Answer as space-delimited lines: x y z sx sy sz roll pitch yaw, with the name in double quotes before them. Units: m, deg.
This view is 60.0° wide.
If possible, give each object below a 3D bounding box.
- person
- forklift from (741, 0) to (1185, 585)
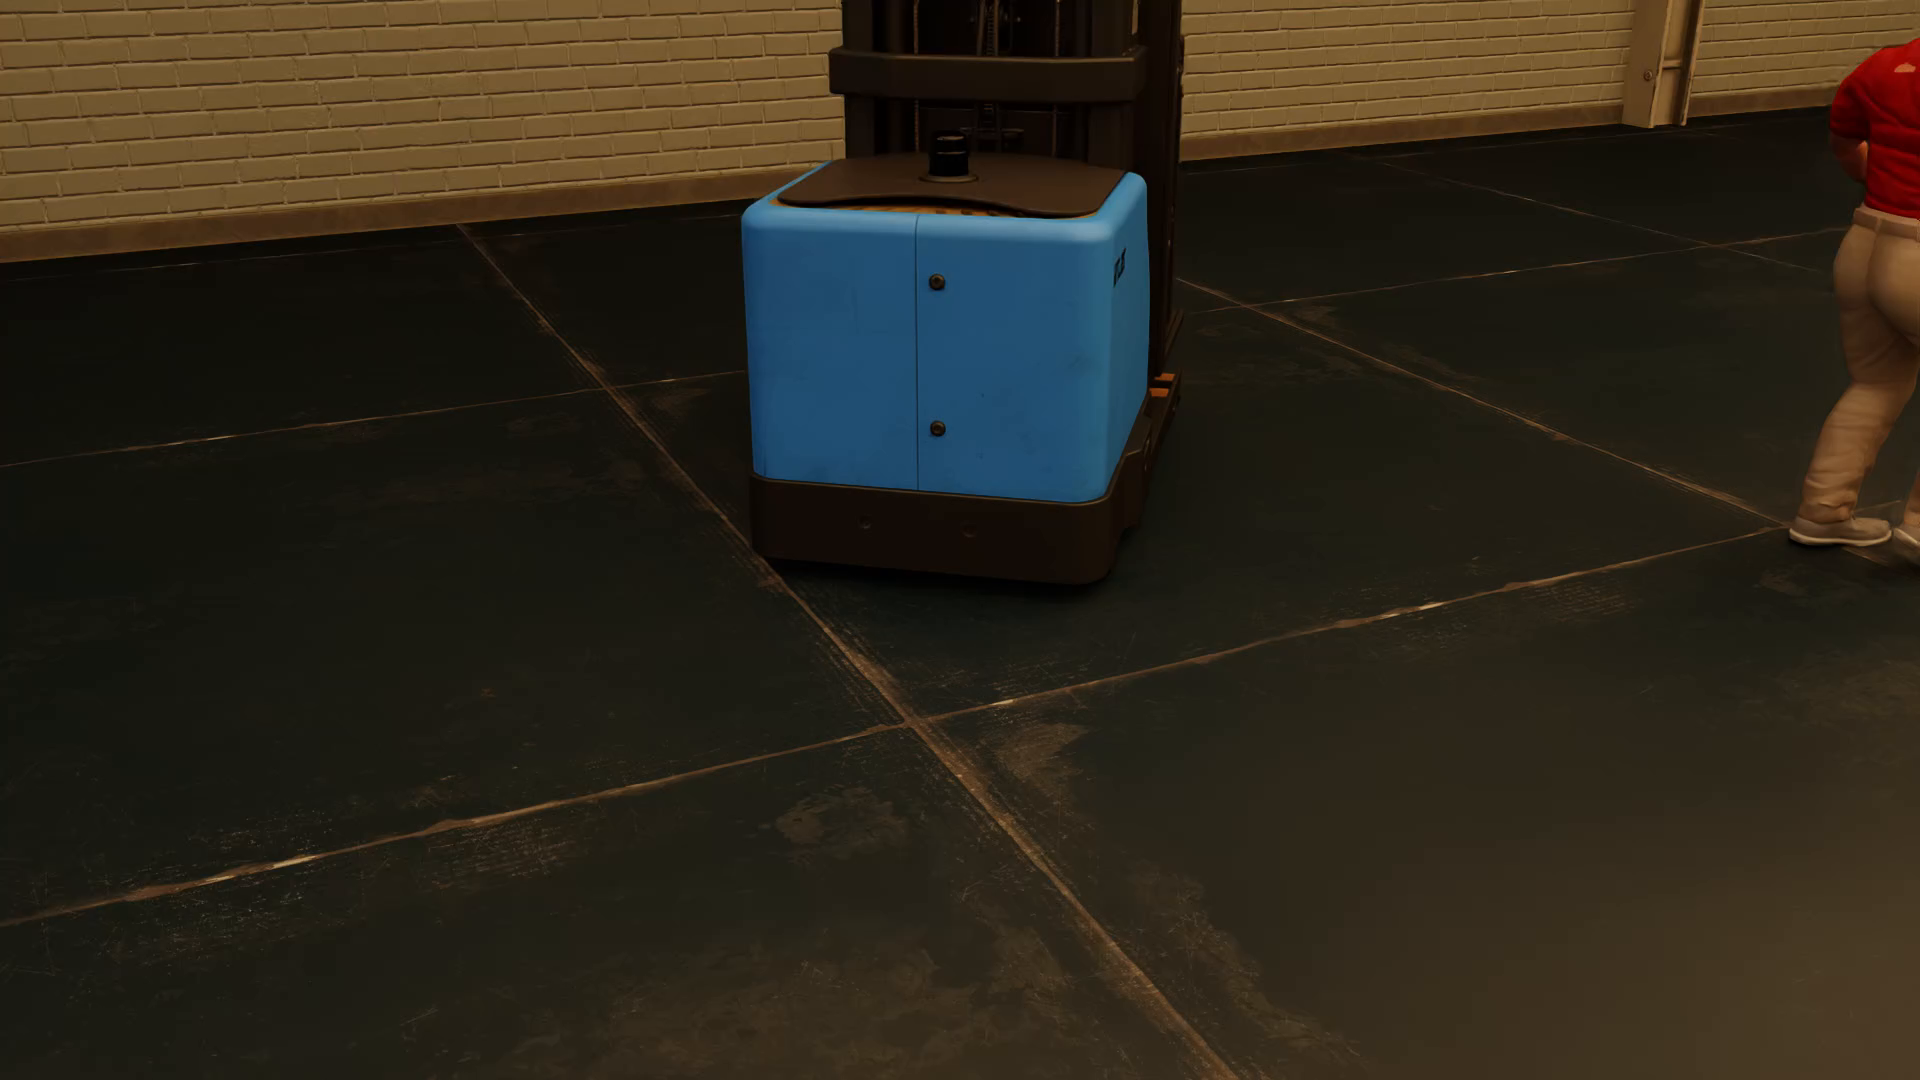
"person" 2.757 -0.738 4.742 0.464 1.761 0.923 -4 23 -9
"forklift" 0.214 -1.764 5.533 1.130 2.935 3.031 5 23 12
